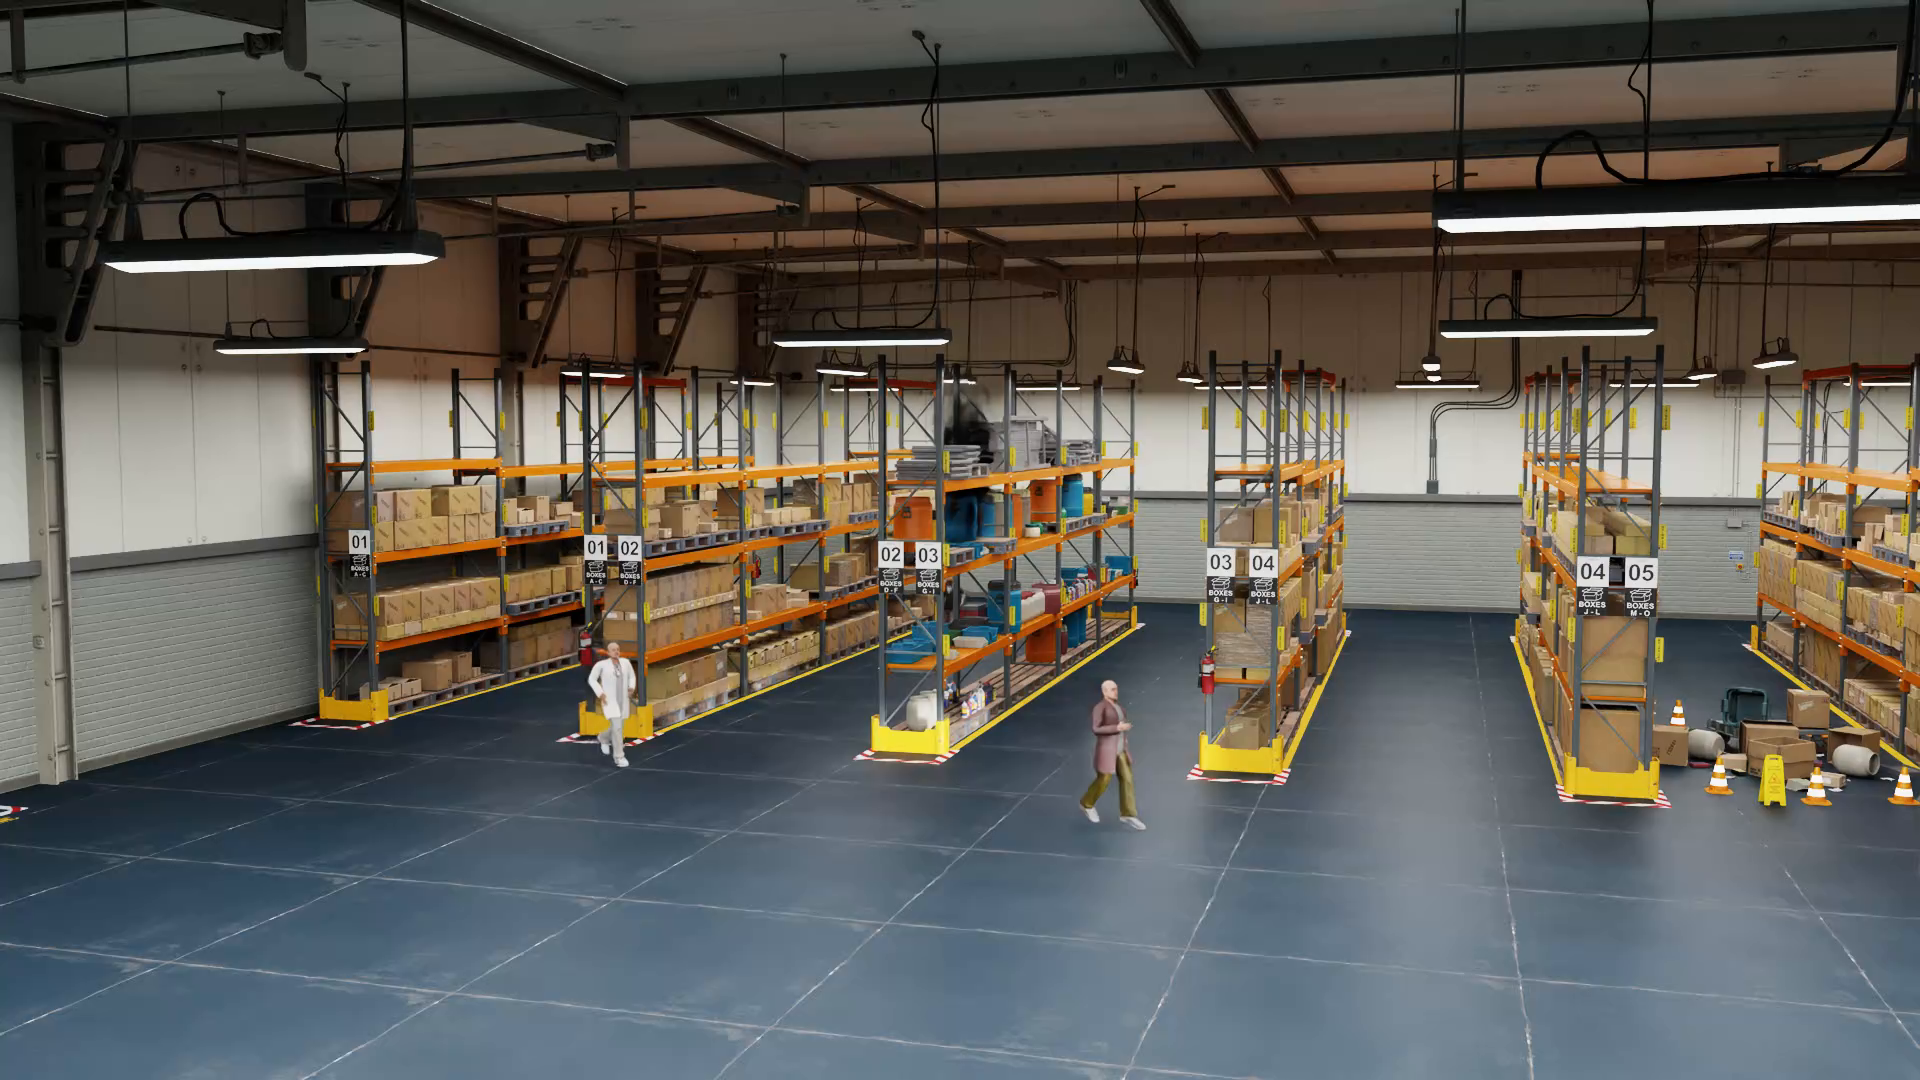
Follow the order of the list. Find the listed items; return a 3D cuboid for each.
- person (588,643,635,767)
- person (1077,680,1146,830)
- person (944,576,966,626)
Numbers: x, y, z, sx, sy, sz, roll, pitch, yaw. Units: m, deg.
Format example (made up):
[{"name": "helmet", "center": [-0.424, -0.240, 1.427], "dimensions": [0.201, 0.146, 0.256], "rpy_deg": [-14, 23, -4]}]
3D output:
[{"name": "person", "center": [-5.063, 2.370, 24.288], "dimensions": [0.707, 1.778, 0.931], "rpy_deg": [-3, 5, -39]}, {"name": "person", "center": [1.871, 2.619, 20.428], "dimensions": [0.925, 1.794, 0.698], "rpy_deg": [4, 6, 45]}, {"name": "person", "center": [-0.219, 1.555, 36.298], "dimensions": [0.628, 1.725, 0.694], "rpy_deg": [1, 4, 12]}]
